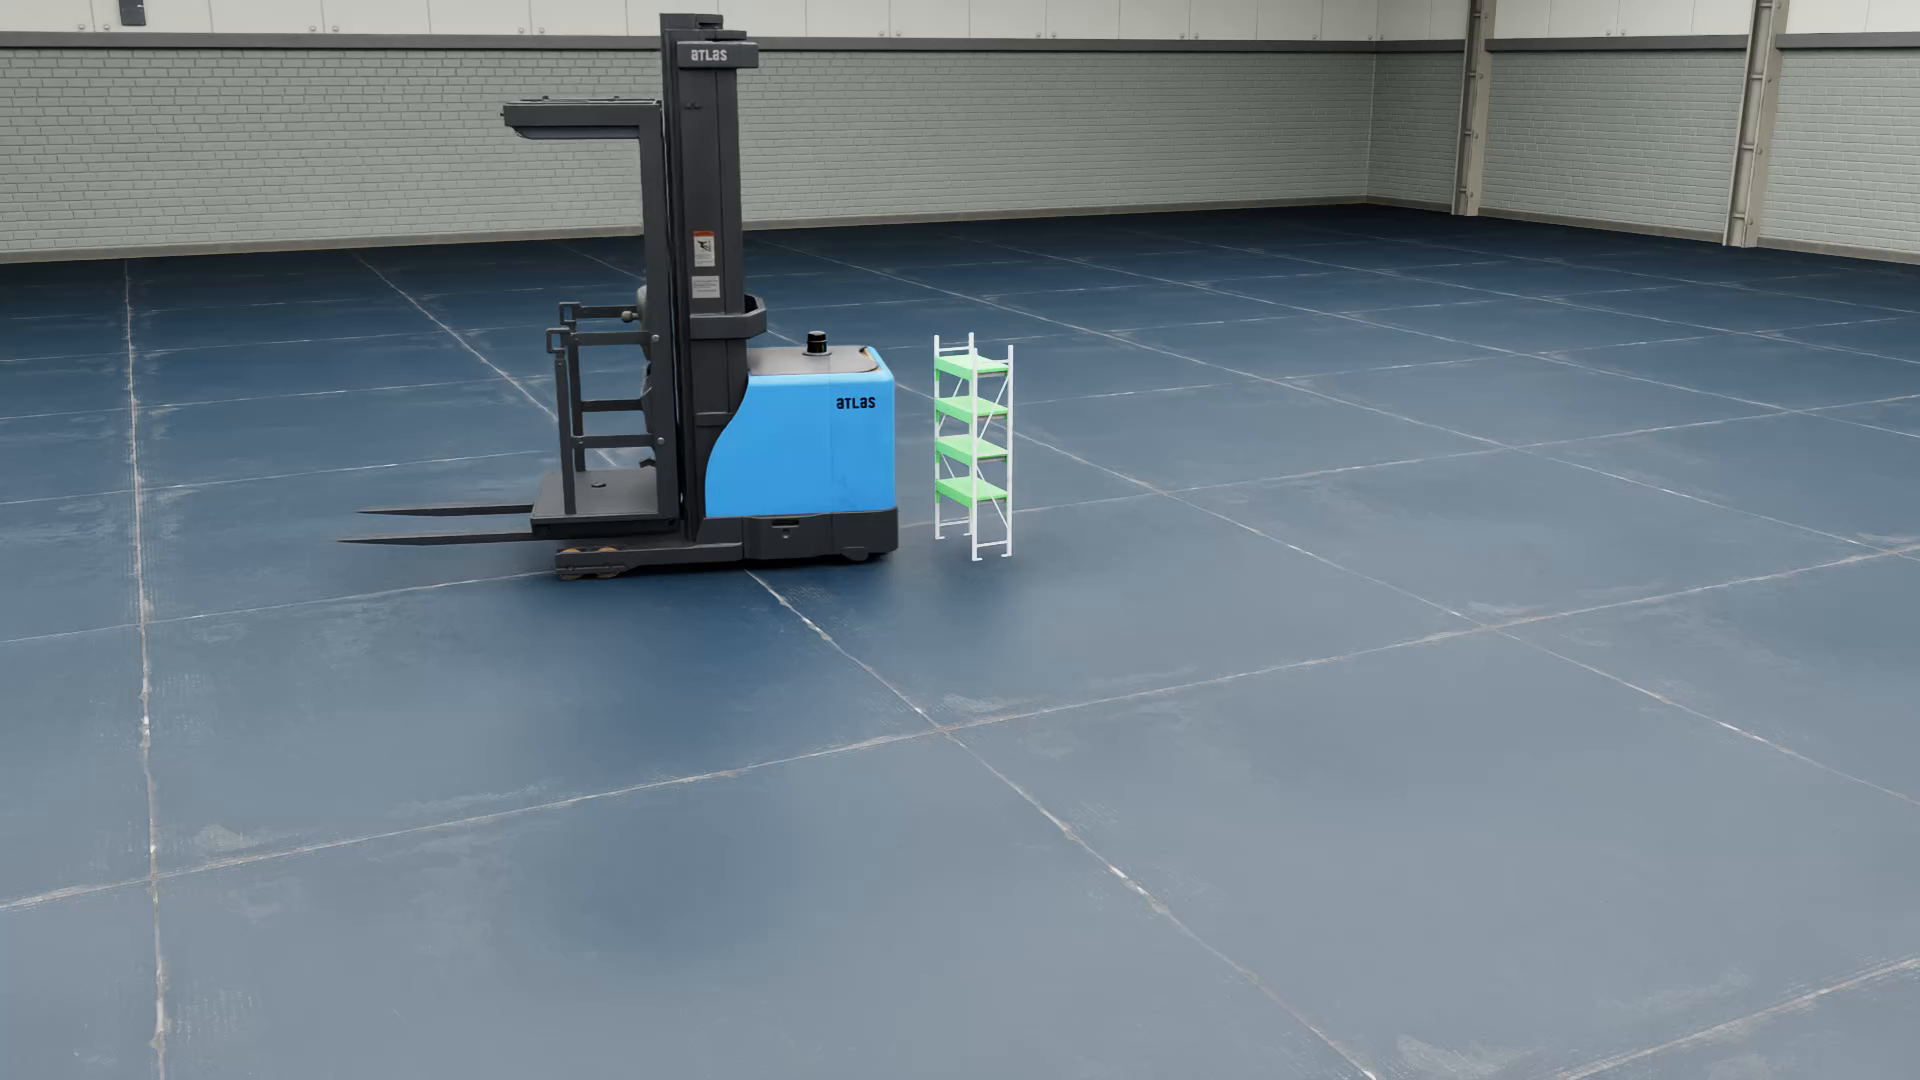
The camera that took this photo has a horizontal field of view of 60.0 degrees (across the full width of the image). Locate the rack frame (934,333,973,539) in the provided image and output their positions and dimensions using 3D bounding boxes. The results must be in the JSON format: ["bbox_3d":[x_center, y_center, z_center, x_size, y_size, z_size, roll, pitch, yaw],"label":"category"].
[{"bbox_3d":[-0.034,-0.596,9.653,0.240,1.200,0.015,-8,18,-25],"label":"rack frame"}]

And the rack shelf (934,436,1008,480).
[{"bbox_3d":[0.073,-0.474,9.460,0.258,0.148,0.480,-8,18,-25],"label":"rack shelf"}]

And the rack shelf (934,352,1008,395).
[{"bbox_3d":[0.073,-0.936,9.327,0.258,0.148,0.480,-8,18,-25],"label":"rack shelf"}]

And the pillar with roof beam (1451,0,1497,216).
[{"bbox_3d":[5.422,-9.788,27.545,9.100,9.000,0.400,-8,18,-25],"label":"pillar with roof beam"}]

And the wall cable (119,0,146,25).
[{"bbox_3d":[-10.585,-10.170,22.711,2.305,6.003,0.169,-8,18,-25],"label":"wall cable"}]

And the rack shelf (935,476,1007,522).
[{"bbox_3d":[0.073,-0.244,9.526,0.258,0.148,0.480,-8,18,-25],"label":"rack shelf"}]

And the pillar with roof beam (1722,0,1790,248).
[{"bbox_3d":[8.051,-8.300,22.361,9.100,9.000,0.400,-8,18,-25],"label":"pillar with roof beam"}]

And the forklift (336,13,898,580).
[{"bbox_3d":[-1.911,-1.350,9.140,3.031,2.935,1.130,-3,16,-9],"label":"forklift"}]

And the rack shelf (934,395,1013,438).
[{"bbox_3d":[0.073,-0.705,9.394,0.258,0.148,0.480,-8,18,-25],"label":"rack shelf"}]

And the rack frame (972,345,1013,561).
[{"bbox_3d":[0.179,-0.475,9.231,0.240,1.200,0.015,-8,18,-25],"label":"rack frame"}]

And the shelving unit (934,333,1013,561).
[{"bbox_3d":[0.073,-0.536,9.442,0.258,1.200,0.503,-8,18,-25],"label":"shelving unit"}]
